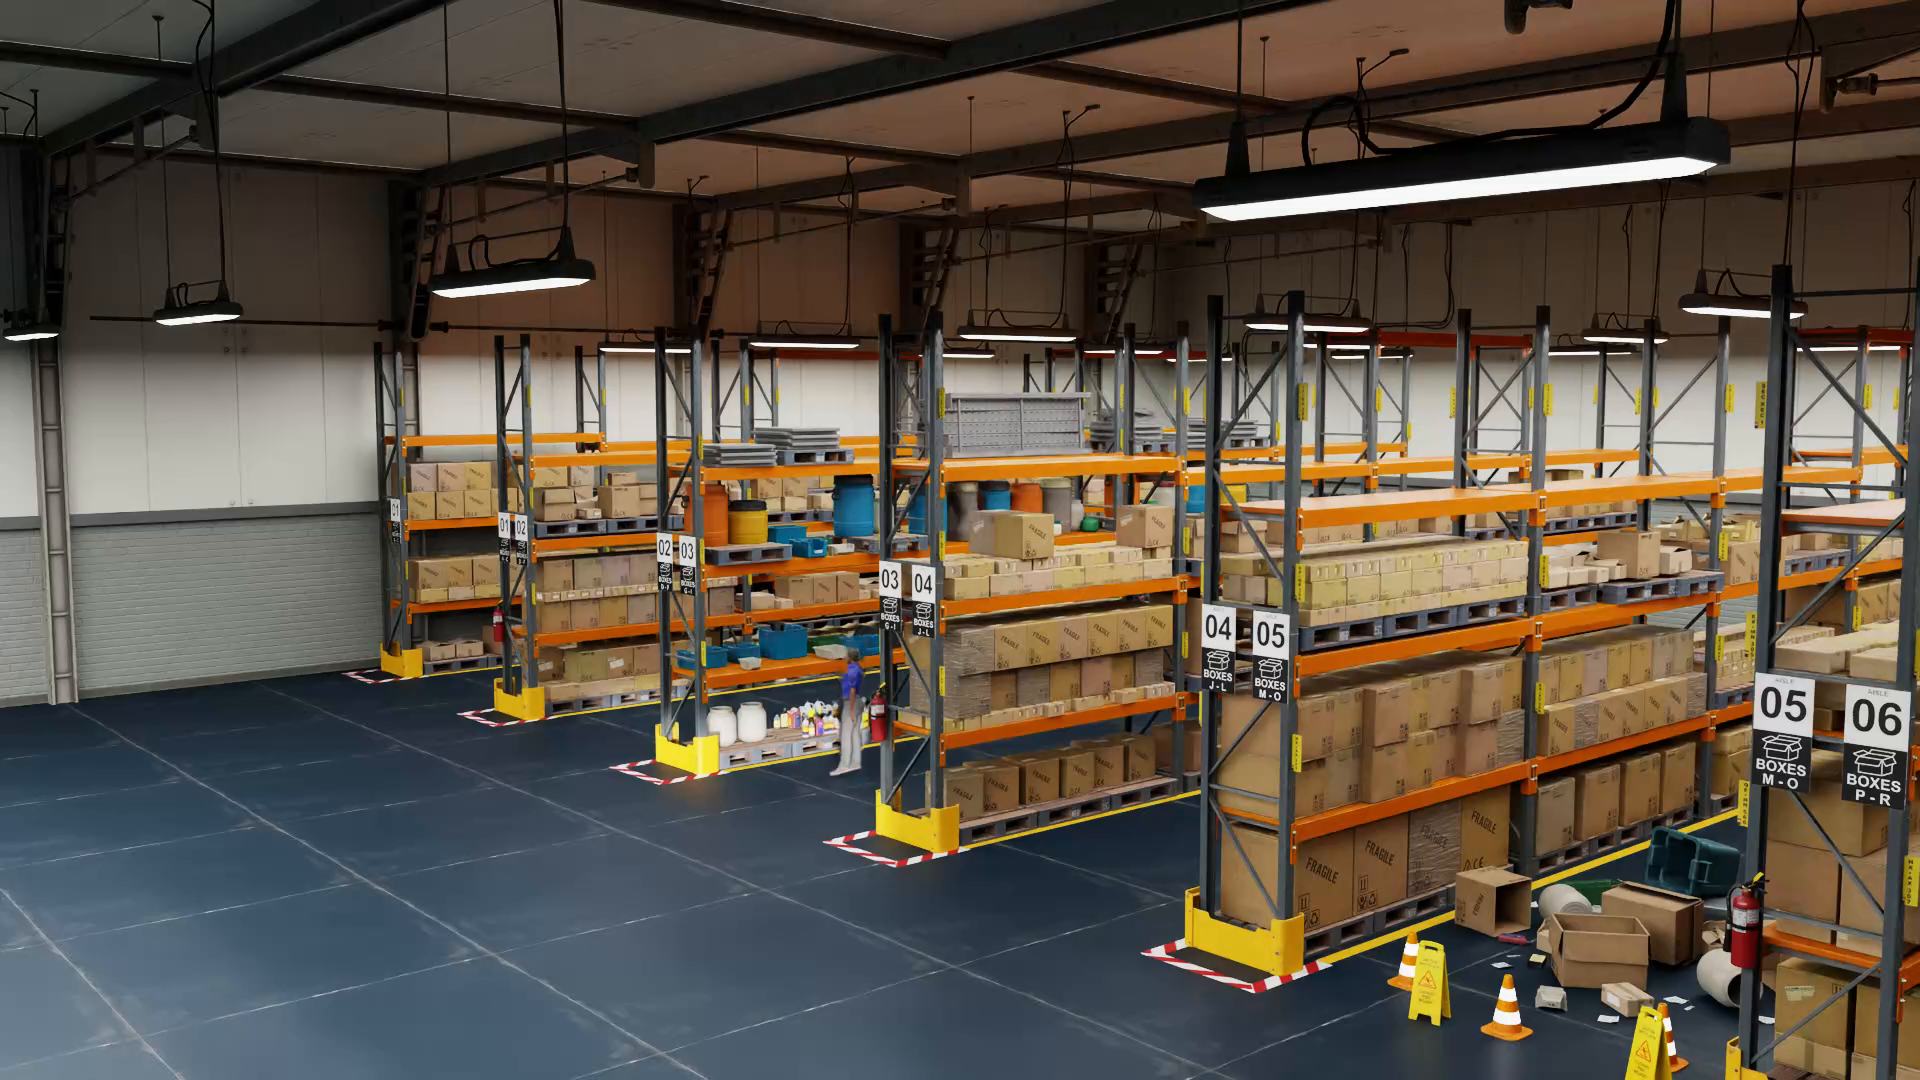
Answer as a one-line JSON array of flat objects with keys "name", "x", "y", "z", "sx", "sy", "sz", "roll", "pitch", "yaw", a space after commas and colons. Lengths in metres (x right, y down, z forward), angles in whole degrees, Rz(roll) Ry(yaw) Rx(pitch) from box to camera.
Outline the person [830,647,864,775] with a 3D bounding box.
[{"name": "person", "x": -1.505, "y": 2.276, "z": 22.245, "sx": 0.396, "sy": 1.683, "sz": 0.557, "roll": 1, "pitch": 5, "yaw": 9}]
